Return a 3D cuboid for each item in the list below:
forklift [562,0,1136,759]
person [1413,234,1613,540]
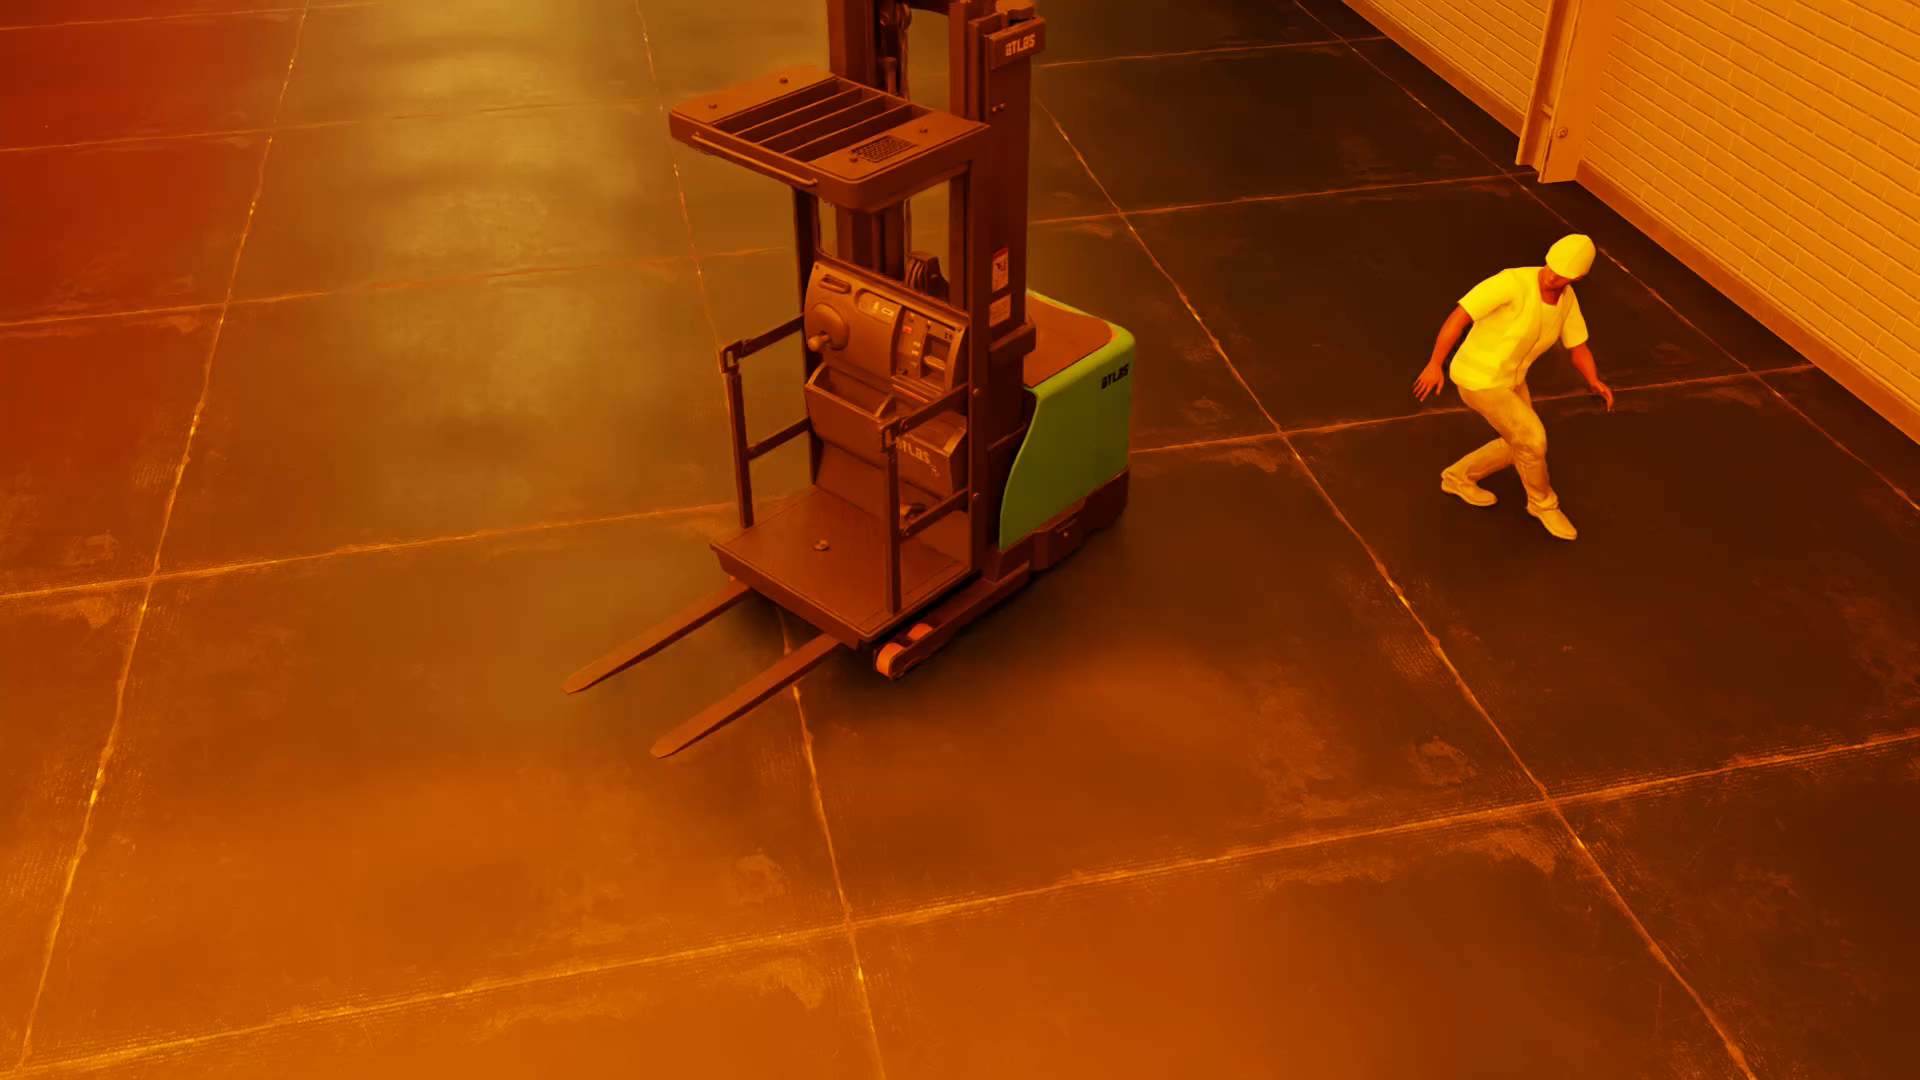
[{"bbox_3d":[-0.484,-0.886,7.282,1.130,2.935,3.031,28,44,33],"label":"forklift"},{"bbox_3d":[2.792,-0.740,8.234,0.809,1.594,0.817,-29,45,-34],"label":"person"}]
